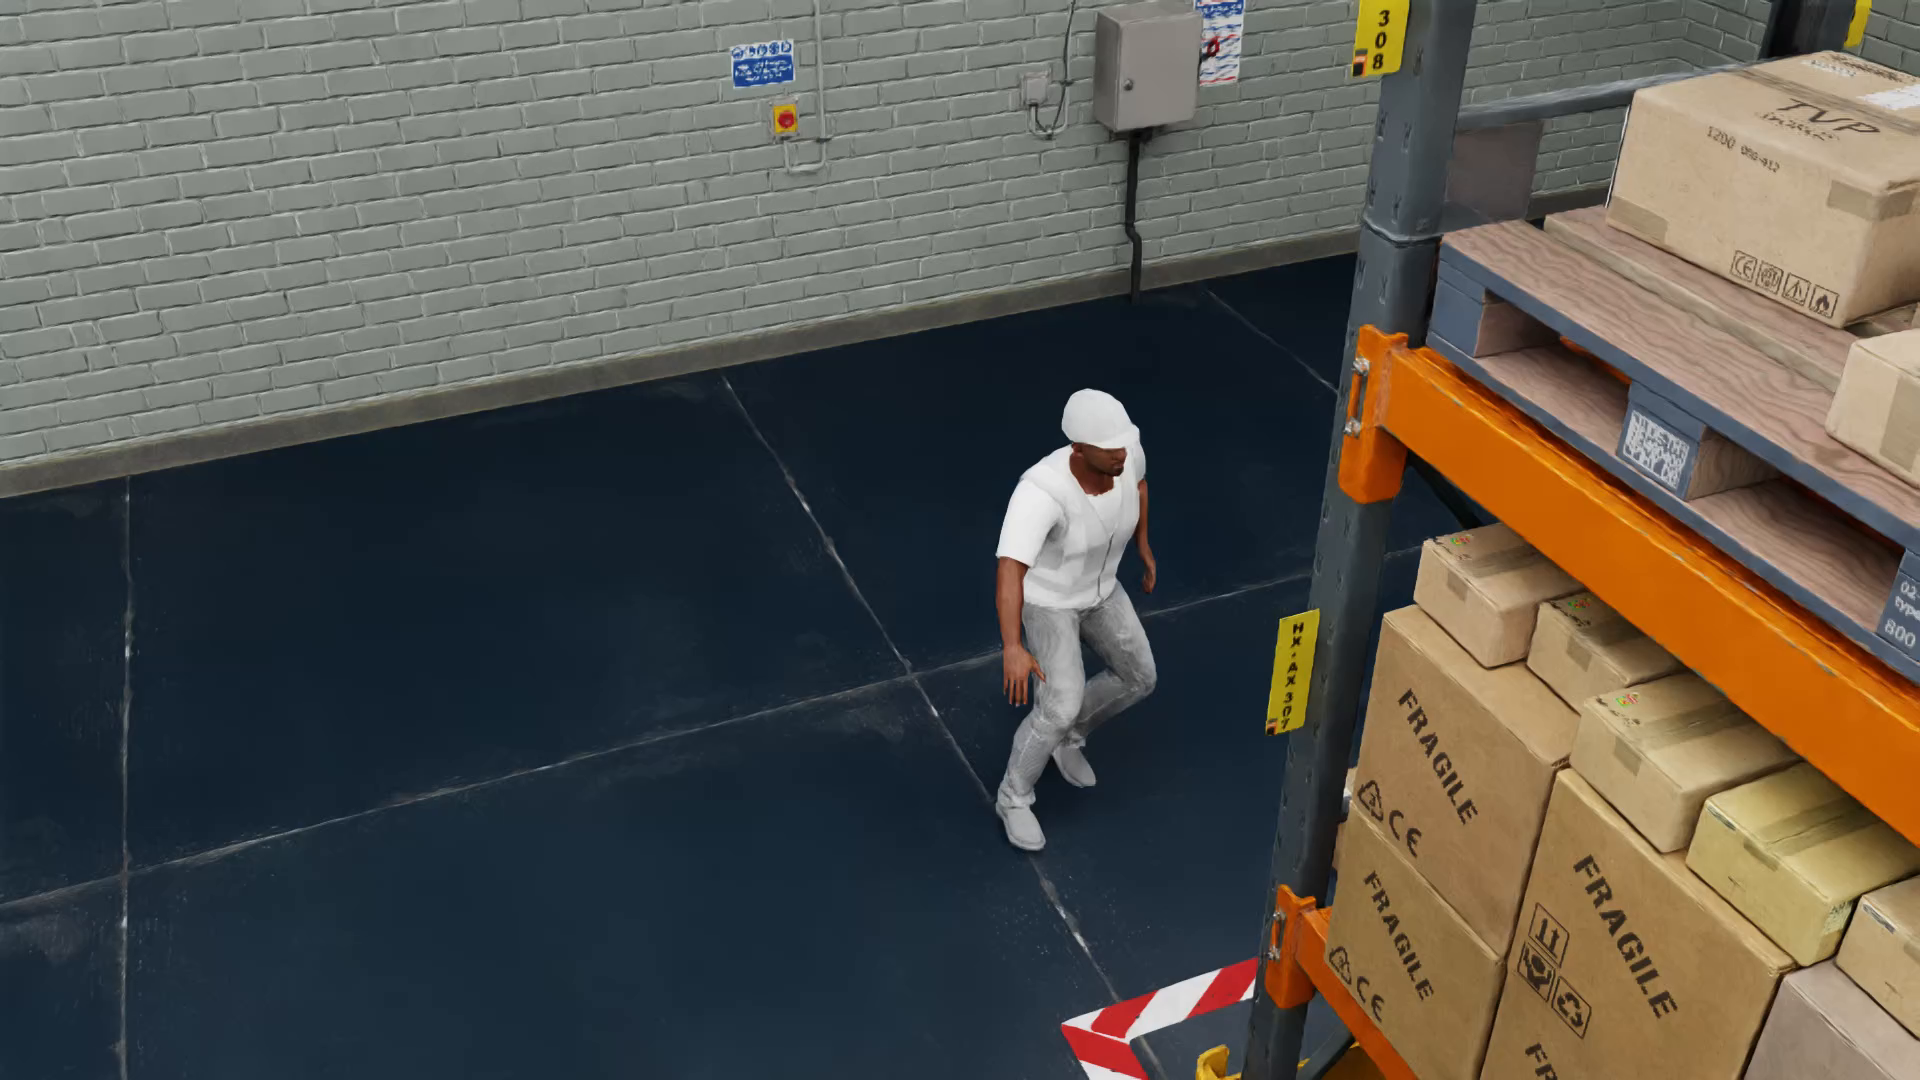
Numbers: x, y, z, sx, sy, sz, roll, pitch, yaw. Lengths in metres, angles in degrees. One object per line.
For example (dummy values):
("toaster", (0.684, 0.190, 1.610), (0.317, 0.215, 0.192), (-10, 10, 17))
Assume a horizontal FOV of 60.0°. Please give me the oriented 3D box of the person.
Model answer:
("person", (0.382, 0.236, 5.879), (0.501, 1.686, 0.968), (26, 41, 33))
